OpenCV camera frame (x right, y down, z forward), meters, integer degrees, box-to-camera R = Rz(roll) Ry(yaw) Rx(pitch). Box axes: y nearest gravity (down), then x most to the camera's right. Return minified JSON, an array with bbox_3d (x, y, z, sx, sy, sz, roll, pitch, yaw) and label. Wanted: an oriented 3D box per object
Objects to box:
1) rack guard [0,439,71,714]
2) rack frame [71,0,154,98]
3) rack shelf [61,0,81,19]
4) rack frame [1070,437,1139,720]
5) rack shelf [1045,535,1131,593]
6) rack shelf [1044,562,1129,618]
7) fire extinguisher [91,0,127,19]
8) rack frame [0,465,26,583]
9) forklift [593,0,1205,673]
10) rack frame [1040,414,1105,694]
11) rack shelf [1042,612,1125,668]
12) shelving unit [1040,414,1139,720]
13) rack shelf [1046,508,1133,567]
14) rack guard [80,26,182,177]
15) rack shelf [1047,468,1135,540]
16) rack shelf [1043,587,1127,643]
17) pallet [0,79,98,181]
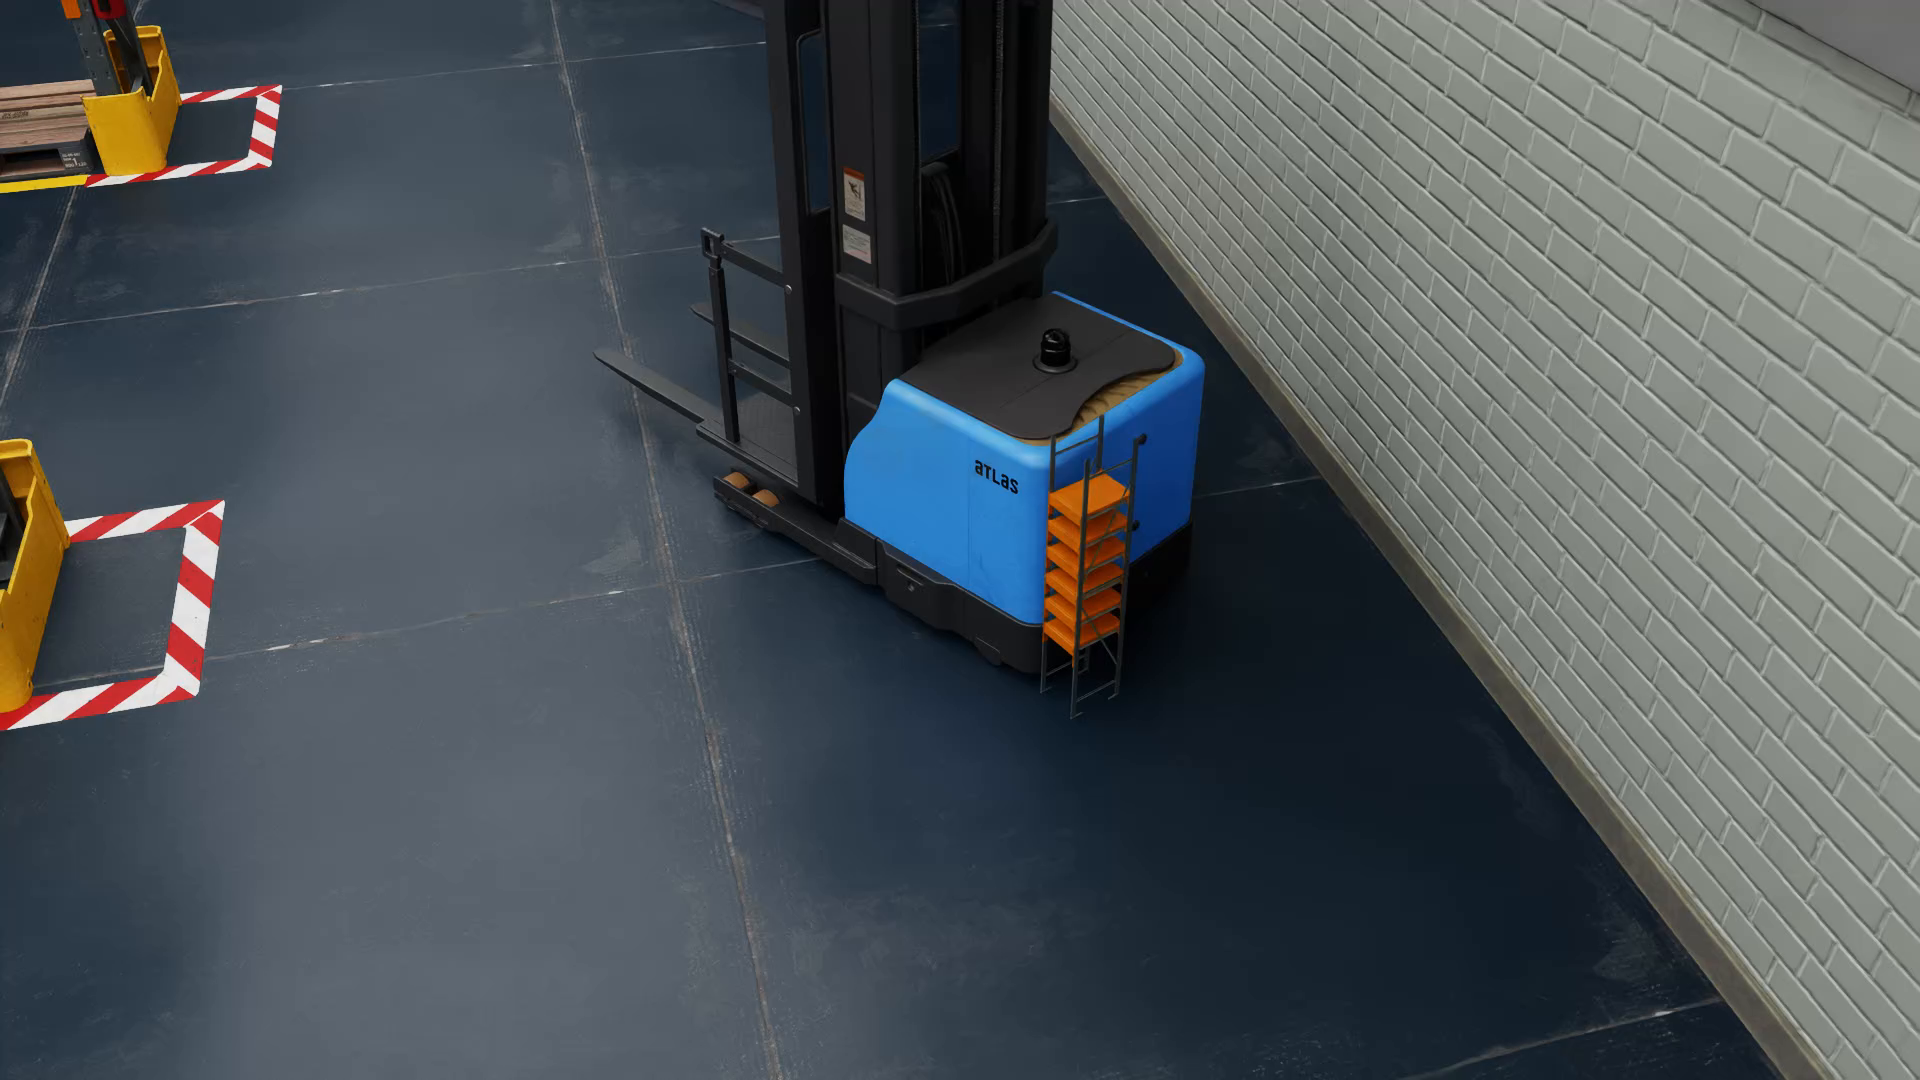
[{"bbox_3d":[-3.907,0.135,6.662,0.348,0.500,1.175,-9,38,-12],"label":"rack guard"},{"bbox_3d":[-5.221,-3.759,9.695,0.127,3.000,1.000,-9,38,-12],"label":"rack frame"},{"bbox_3d":[-7.152,-3.157,9.500,4.000,0.370,1.077,-9,38,-12],"label":"rack shelf"},{"bbox_3d":[0.520,0.166,6.046,0.240,1.200,0.006,-24,44,-28],"label":"rack frame"},{"bbox_3d":[0.466,0.061,6.058,0.258,0.103,0.180,-24,44,-28],"label":"rack shelf"},{"bbox_3d":[0.466,0.156,6.131,0.258,0.103,0.180,-24,44,-28],"label":"rack shelf"},{"bbox_3d":[-4.957,-3.338,9.515,0.183,0.674,0.296,-9,38,-12],"label":"fire extinguisher"},{"bbox_3d":[-3.930,-0.854,5.898,0.127,3.000,1.000,-9,38,-12],"label":"rack frame"},{"bbox_3d":[-0.454,-1.423,6.697,3.031,2.935,1.130,30,46,33],"label":"forklift"},{"bbox_3d":[0.411,0.076,6.163,0.240,1.200,0.006,-24,44,-28],"label":"rack frame"},{"bbox_3d":[0.466,0.347,6.277,0.258,0.103,0.180,-24,44,-28],"label":"rack shelf"},{"bbox_3d":[0.466,0.121,6.104,0.258,1.200,0.189,-24,44,-28],"label":"shelving unit"},{"bbox_3d":[0.466,-0.034,5.985,0.258,0.103,0.180,-24,44,-28],"label":"rack shelf"},{"bbox_3d":[-5.201,-2.778,10.470,0.348,0.500,1.175,-9,38,-12],"label":"rack guard"},{"bbox_3d":[0.466,-0.130,5.913,0.258,0.103,0.180,-24,44,-28],"label":"rack shelf"},{"bbox_3d":[0.466,0.252,6.204,0.258,0.103,0.180,-24,44,-28],"label":"rack shelf"},{"bbox_3d":[-6.028,-2.544,10.402,1.213,0.211,1.003,-9,38,-12],"label":"pallet"}]
